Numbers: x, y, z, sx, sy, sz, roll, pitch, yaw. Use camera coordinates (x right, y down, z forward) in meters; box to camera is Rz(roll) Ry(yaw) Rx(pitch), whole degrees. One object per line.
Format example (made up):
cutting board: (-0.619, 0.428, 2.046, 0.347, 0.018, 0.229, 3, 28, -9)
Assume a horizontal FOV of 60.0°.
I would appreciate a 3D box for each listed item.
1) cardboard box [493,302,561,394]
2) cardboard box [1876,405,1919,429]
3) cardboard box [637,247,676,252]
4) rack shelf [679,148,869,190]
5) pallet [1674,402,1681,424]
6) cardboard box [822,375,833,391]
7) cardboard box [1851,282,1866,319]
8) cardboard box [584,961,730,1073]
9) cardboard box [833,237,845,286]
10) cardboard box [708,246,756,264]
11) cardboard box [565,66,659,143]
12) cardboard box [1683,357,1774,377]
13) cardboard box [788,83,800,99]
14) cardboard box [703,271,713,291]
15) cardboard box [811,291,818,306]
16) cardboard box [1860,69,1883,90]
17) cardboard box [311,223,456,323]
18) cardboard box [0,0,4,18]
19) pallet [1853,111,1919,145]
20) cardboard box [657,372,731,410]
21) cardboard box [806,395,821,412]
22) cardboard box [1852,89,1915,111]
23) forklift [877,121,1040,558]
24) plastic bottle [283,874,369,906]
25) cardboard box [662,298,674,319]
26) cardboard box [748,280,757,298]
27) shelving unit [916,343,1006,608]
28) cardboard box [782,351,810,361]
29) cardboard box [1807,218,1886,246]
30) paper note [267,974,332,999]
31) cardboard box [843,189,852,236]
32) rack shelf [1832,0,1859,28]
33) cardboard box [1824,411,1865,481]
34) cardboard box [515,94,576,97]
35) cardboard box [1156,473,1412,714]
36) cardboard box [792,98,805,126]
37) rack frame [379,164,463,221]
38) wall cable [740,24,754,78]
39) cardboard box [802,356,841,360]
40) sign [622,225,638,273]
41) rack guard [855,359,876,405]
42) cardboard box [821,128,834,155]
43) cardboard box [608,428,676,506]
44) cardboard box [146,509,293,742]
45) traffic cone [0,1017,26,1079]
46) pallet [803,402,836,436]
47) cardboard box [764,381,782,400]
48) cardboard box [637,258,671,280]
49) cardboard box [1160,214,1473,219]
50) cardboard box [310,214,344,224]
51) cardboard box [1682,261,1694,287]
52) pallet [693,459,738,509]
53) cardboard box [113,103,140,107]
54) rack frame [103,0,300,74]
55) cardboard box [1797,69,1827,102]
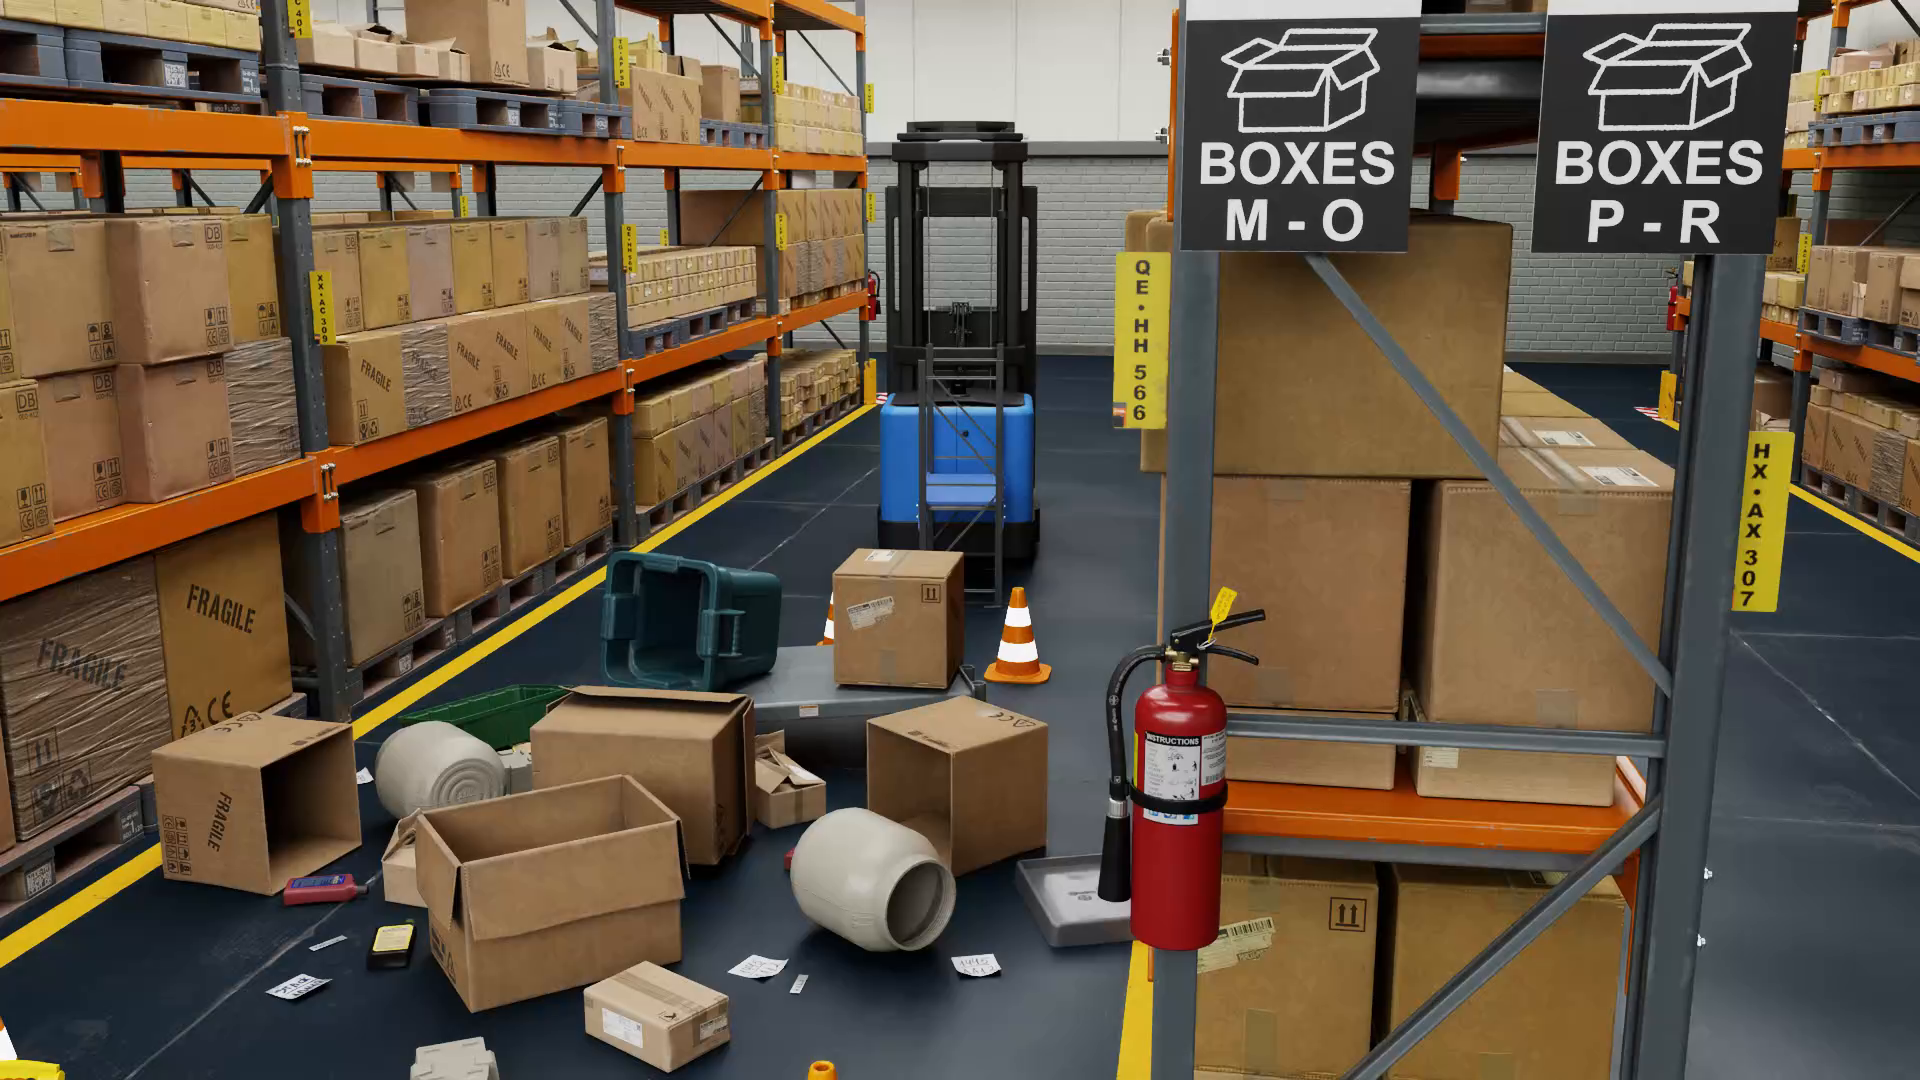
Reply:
cardboard box: (-2.753, -1.169, 10.061, 0.500, 0.500, 0.500, 2, 12, 8)
cardboard box: (7.176, -0.924, 12.559, 0.380, 0.149, 0.250, 2, 12, 11)
cardboard box: (-2.731, -2.511, 14.713, 0.380, 0.149, 0.250, 2, 12, 10)
rack shelf: (-1.872, -3.794, 17.067, 1.077, 0.370, 4.000, 2, 12, 9)
pallet: (8.114, -1.251, 17.300, 1.003, 0.211, 1.213, 2, 12, 9)
cardboard box: (-1.566, -1.665, 17.662, 0.380, 0.149, 0.250, 3, 12, 11)
cardboard box: (7.040, -1.827, 12.671, 0.396, 0.266, 0.258, 2, 12, 11)
cardboard box: (-0.913, 1.430, 5.007, 0.380, 0.149, 0.250, 10, 15, 38)
cardboard box: (-1.532, -2.975, 17.736, 0.500, 0.500, 0.500, 2, 12, 9)
cardboard box: (-2.048, -2.547, 14.877, 0.380, 0.149, 0.250, 2, 12, 11)
cardboard box: (-2.444, -3.056, 11.696, 0.500, 0.500, 0.500, 2, 12, 9)
cardboard box: (8.060, -1.657, 17.492, 0.797, 0.503, 0.637, 1, 12, 6)
cardboard box: (-1.753, -4.310, 15.978, 0.380, 0.149, 0.250, 2, 12, 7)
cardboard box: (-2.244, -2.127, 13.638, 0.380, 0.149, 0.250, 2, 12, 9)
cardboard box: (-1.658, -2.464, 16.905, 0.380, 0.149, 0.250, 2, 12, 11)
cardboard box: (7.088, -3.495, 12.628, 0.380, 0.149, 0.250, 2, 12, 8)
cardboard box: (-3.184, -1.451, 8.997, 0.700, 0.500, 0.500, 2, 12, 9)
cardboard box: (-3.384, -1.792, 5.429, 0.380, 0.149, 0.250, 2, 12, 8)
pallet: (7.307, -2.989, 12.068, 1.213, 0.211, 1.003, 2, 12, 9)
cardboard box: (-2.203, -1.233, 13.750, 0.500, 0.250, 0.500, 1, 12, 6)
cardboard box: (-1.646, -1.412, 17.194, 0.380, 0.149, 0.250, 2, 12, 7)
cardboard box: (7.054, -3.354, 12.677, 0.380, 0.149, 0.250, 2, 12, 9)
forklift: (0.016, -1.565, 12.300, 1.130, 2.935, 3.031, 0, 12, 1)
plastic bottle: (-2.280, 1.260, 6.004, 0.283, 0.061, 0.133, -2, 12, -11)
cardboard box: (-2.404, -1.768, 12.676, 0.380, 0.149, 0.250, 2, 12, 11)
cardboard box: (-2.045, -2.257, 14.944, 0.380, 0.149, 0.250, 2, 12, 7)
shelving unit: (0.019, -0.431, 10.435, 0.538, 1.500, 1.048, 0, 12, 2)
cardboard box: (-1.904, -2.039, 18.693, 0.380, 0.149, 0.250, 2, 12, 10)
cardboard box: (8.125, -2.704, 15.290, 0.500, 0.500, 0.500, 2, 12, 7)
paper note: (-2.112, 1.424, 5.316, 0.144, 0.017, 0.142, 7, 14, 28)
cardboard box: (-1.467, -3.570, 18.123, 0.500, 0.500, 0.500, 1, 12, 7)
rack shelf: (7.325, -3.933, 11.540, 1.077, 0.370, 4.000, 2, 12, 9)
cardboard box: (7.264, -0.743, 13.256, 0.500, 0.500, 0.500, 2, 12, 8)
cardboard box: (-2.669, -2.905, 10.554, 0.380, 0.166, 0.250, 2, 12, 9)
cardboard box: (0.693, 0.058, 3.661, 0.500, 0.500, 0.500, 2, 12, 8)
cardboard box: (-1.787, -4.097, 15.932, 0.500, 0.250, 0.500, 2, 12, 8)
rack frame: (-6.449, -3.278, 20.082, 1.000, 3.000, 0.127, 2, 12, 9)
wall cable: (-2.174, -8.848, 24.055, 2.277, 5.999, 0.120, 2, 12, 9)
cardboard box: (-1.507, -1.920, 18.139, 0.380, 0.149, 0.250, 1, 12, 6)
sign: (-2.245, -1.979, 11.309, 0.100, 0.325, 0.005, 2, 12, 9)
rack guard: (-1.576, -1.858, 19.429, 1.175, 0.500, 0.348, 2, 12, 9)
cardboard box: (-1.596, -4.065, 16.972, 0.500, 0.250, 0.500, 2, 12, 11)
cardboard box: (-2.434, -0.553, 12.375, 0.500, 0.500, 0.500, 1, 12, 6)
cardboard box: (-3.575, 0.364, 7.230, 0.875, 0.875, 0.875, 2, 12, 10)
traffic cone: (-2.540, 1.410, 4.351, 0.336, 0.463, 0.334, 2, 12, 9)
pallet: (-1.926, -1.296, 17.505, 1.003, 0.211, 1.213, 2, 12, 9)
cardboard box: (-1.922, -1.431, 15.870, 0.380, 0.149, 0.250, 2, 12, 11)
cardboard box: (-2.410, -2.056, 12.600, 0.380, 0.149, 0.250, 1, 12, 6)
cardboard box: (0.830, -0.527, 4.004, 0.700, 0.500, 0.500, 2, 12, 9)
cardboard box: (-6.655, -3.077, 17.022, 0.500, 0.500, 0.500, 2, 12, 9)
cardboard box: (7.912, -2.783, 17.436, 0.500, 0.250, 0.500, 2, 12, 9)
pallet: (-2.483, -0.483, 13.735, 1.003, 0.211, 1.213, 2, 12, 9)
cardboard box: (-7.387, -3.760, 13.960, 0.797, 0.503, 0.637, 2, 12, 8)
rack frame: (-3.410, -3.531, 7.015, 1.000, 3.000, 0.127, 2, 12, 9)
cardboard box: (7.472, -3.859, 14.125, 0.500, 0.250, 0.500, 2, 12, 9)
